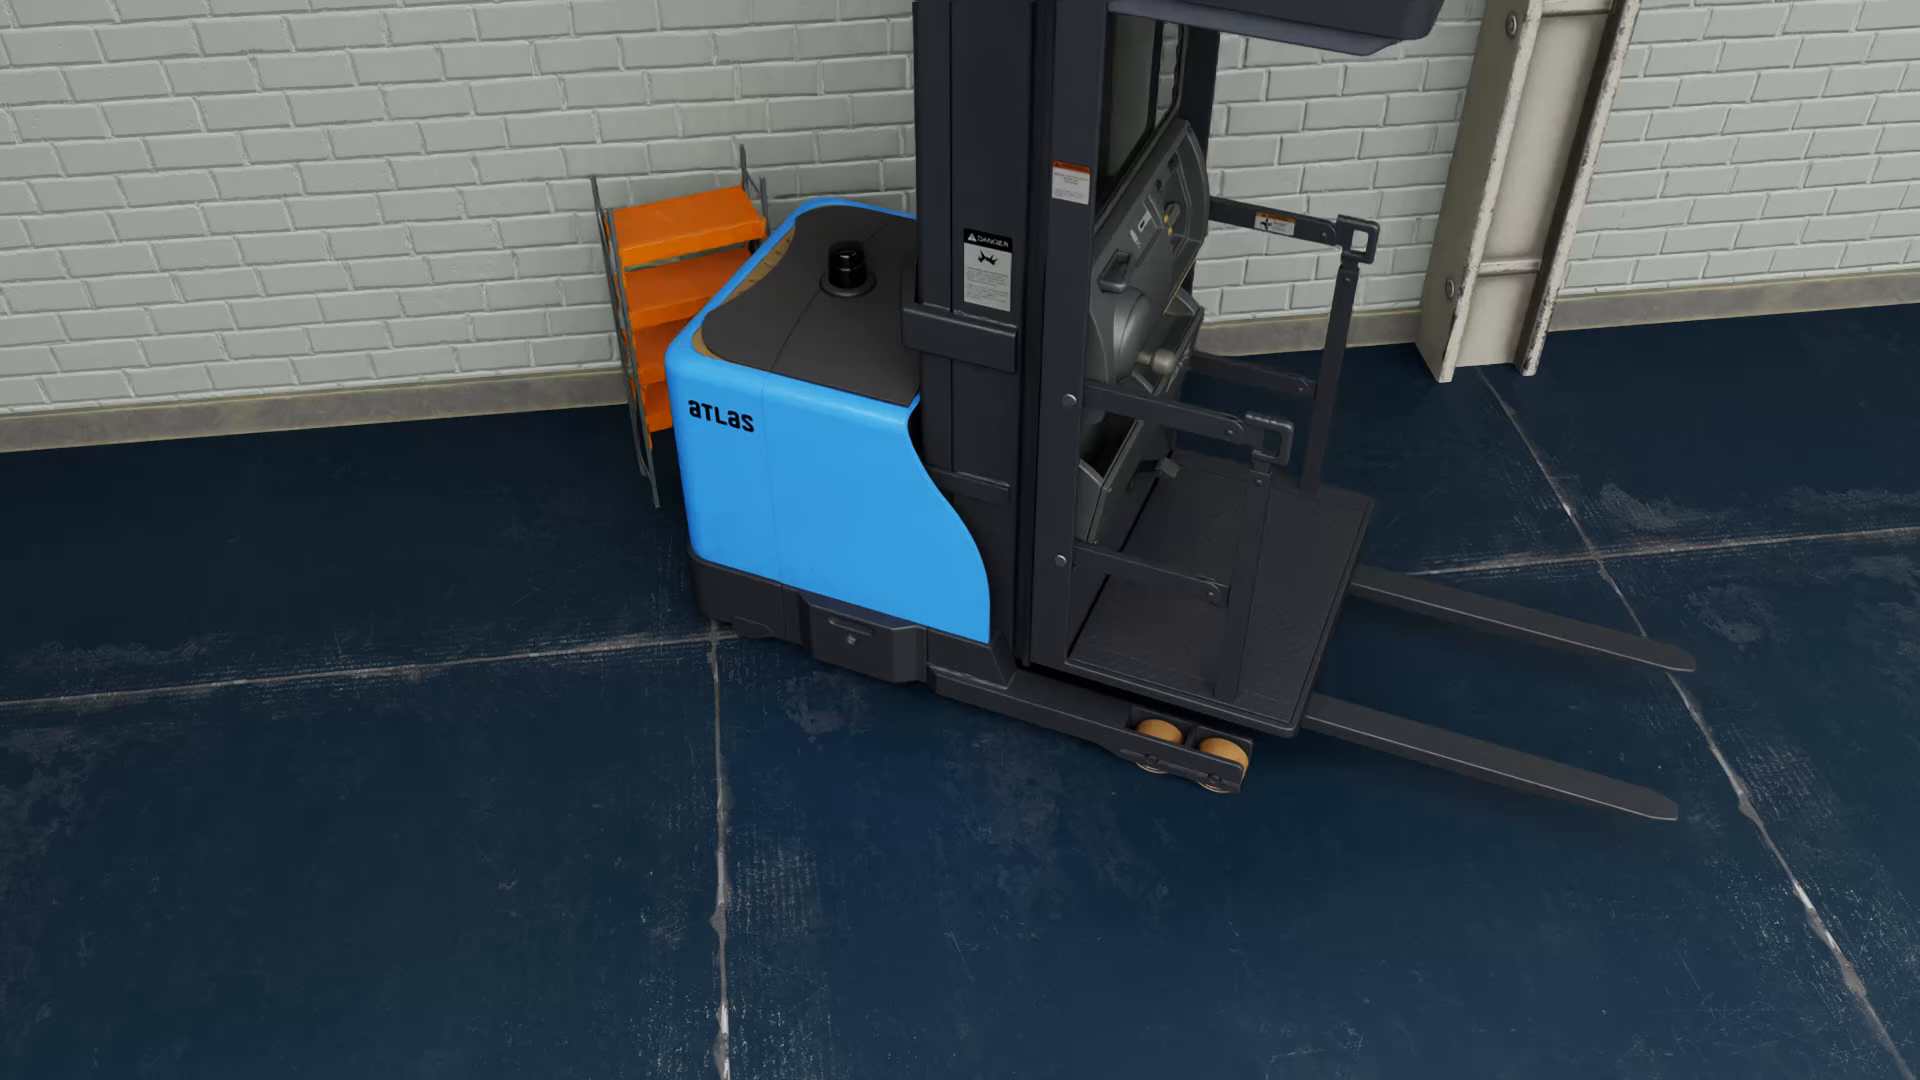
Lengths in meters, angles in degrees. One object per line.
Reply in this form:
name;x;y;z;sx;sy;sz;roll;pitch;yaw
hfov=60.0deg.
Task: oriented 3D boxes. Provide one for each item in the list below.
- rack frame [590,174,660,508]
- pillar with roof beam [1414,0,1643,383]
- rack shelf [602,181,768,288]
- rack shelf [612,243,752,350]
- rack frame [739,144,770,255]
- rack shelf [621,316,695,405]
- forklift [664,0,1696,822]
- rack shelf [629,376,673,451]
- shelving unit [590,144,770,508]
rack frame;-1.113;-0.633;5.556;0.015;1.200;0.240;-16;44;-17
pillar with roof beam;2.581;-1.210;0.373;0.400;9.000;9.100;-5;42;-6
rack shelf;-0.888;-0.988;5.362;0.480;0.148;0.258;-16;44;-17
rack shelf;-0.888;-0.812;5.521;0.480;0.148;0.258;-16;44;-17
rack frame;-0.662;-0.759;5.695;0.015;1.200;0.240;-16;44;-17
rack shelf;-0.888;-0.646;5.671;0.480;0.148;0.258;-16;44;-17
forklift;0.697;-0.748;4.391;3.031;2.935;1.130;16;44;17
rack shelf;-0.888;-0.498;5.804;0.480;0.148;0.258;-16;44;-17
shelving unit;-0.888;-0.696;5.626;0.503;1.200;0.258;-16;44;-17
